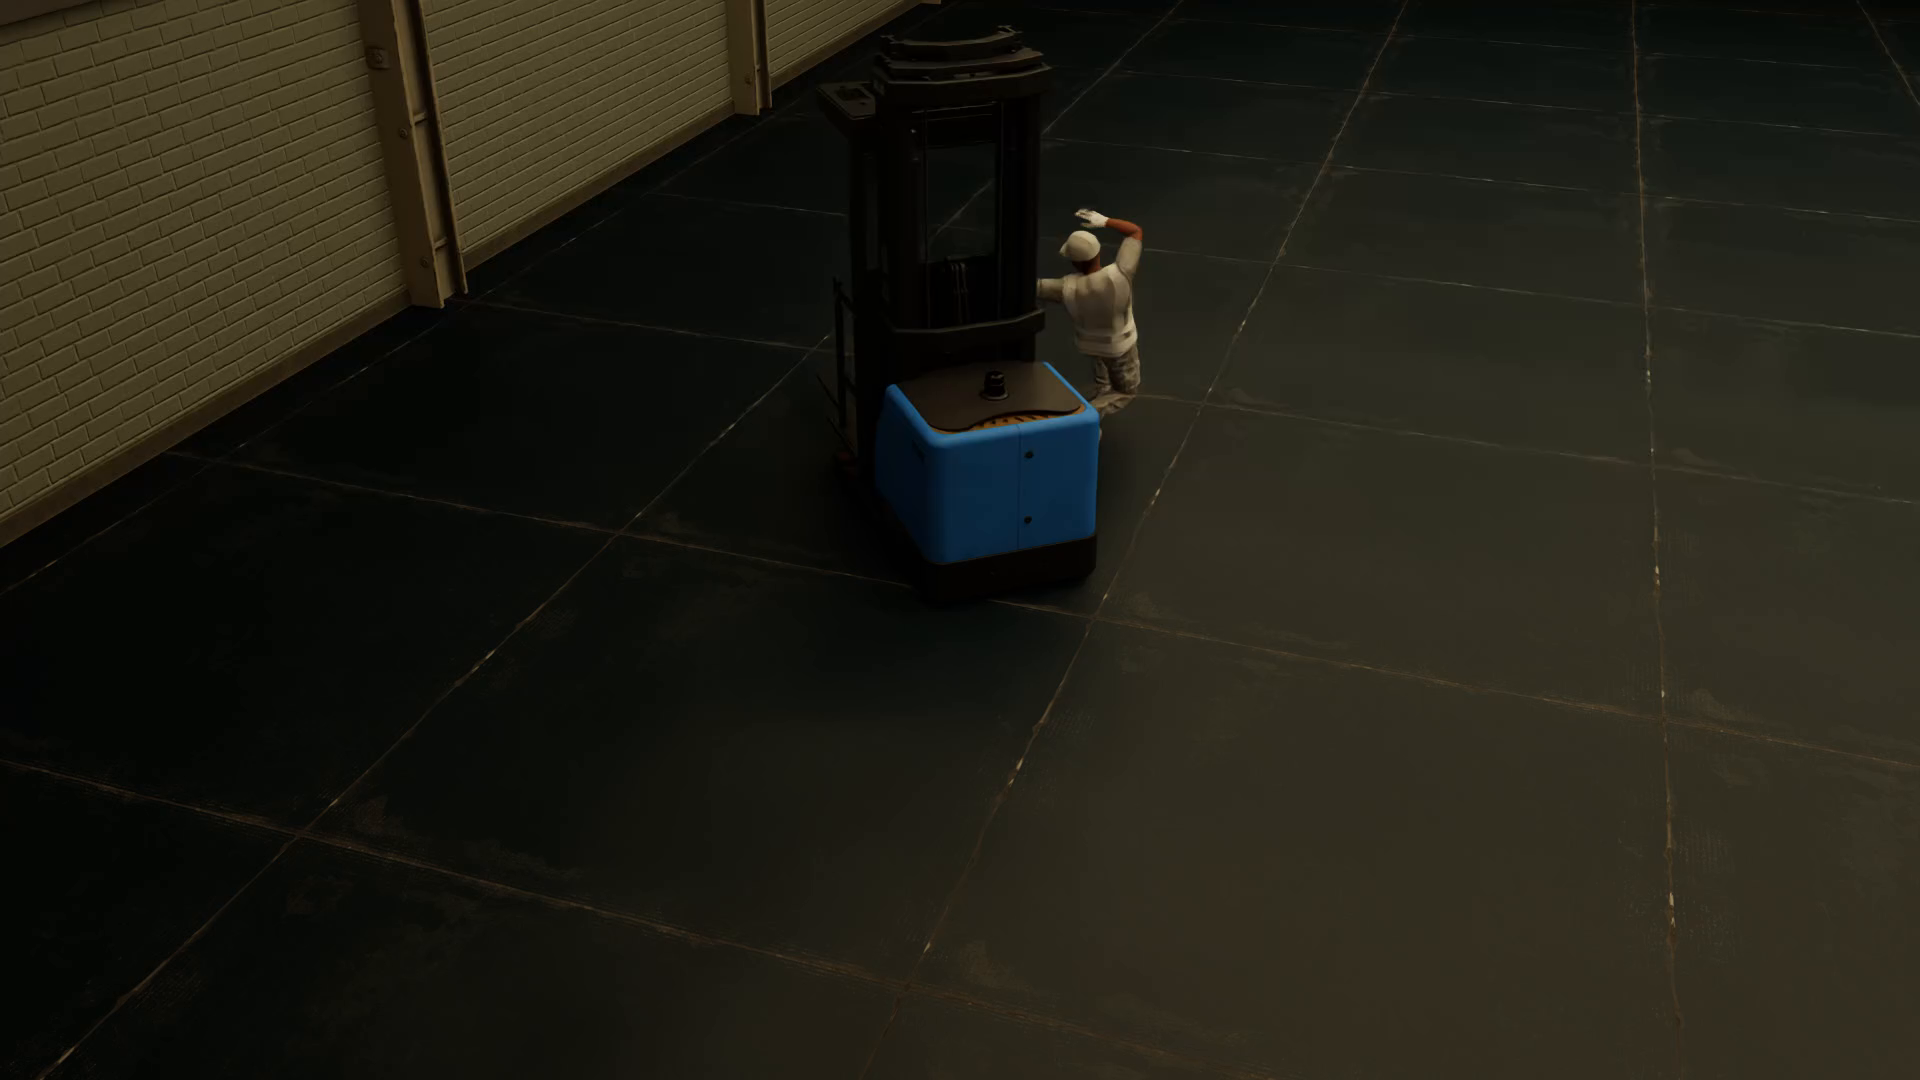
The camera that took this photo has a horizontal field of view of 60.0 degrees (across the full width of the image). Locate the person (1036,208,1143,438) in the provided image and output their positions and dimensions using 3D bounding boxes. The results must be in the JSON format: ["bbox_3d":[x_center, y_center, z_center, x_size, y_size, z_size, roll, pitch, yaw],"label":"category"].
[{"bbox_3d":[0.696,-1.503,11.209,1.108,1.541,0.889,14,32,22],"label":"person"}]

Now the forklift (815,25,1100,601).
[{"bbox_3d":[-0.190,-1.645,10.022,1.130,2.935,3.031,-10,31,-17],"label":"forklift"}]
